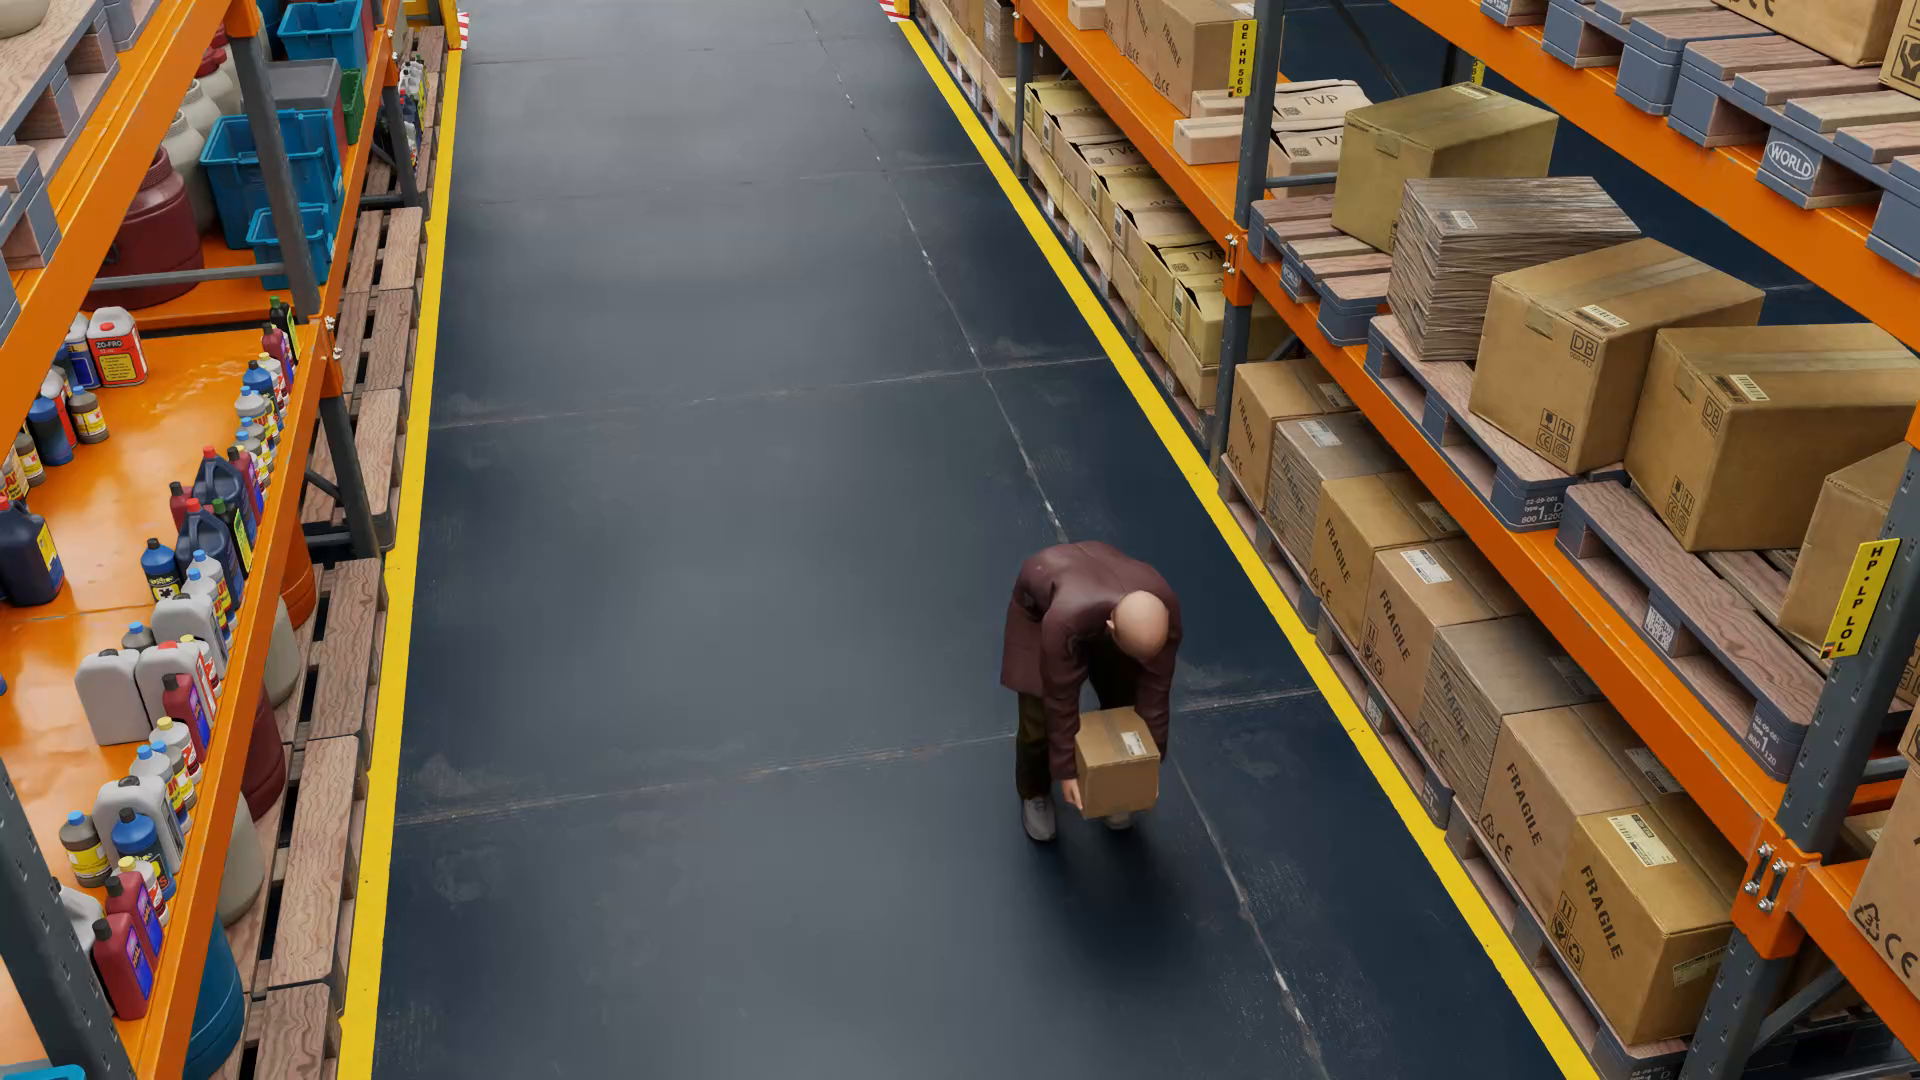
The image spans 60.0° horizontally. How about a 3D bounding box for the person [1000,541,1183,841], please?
[{"bbox_3d":[0.458,0.550,5.726,0.565,1.346,0.890,-8,35,-12],"label":"person"}]
